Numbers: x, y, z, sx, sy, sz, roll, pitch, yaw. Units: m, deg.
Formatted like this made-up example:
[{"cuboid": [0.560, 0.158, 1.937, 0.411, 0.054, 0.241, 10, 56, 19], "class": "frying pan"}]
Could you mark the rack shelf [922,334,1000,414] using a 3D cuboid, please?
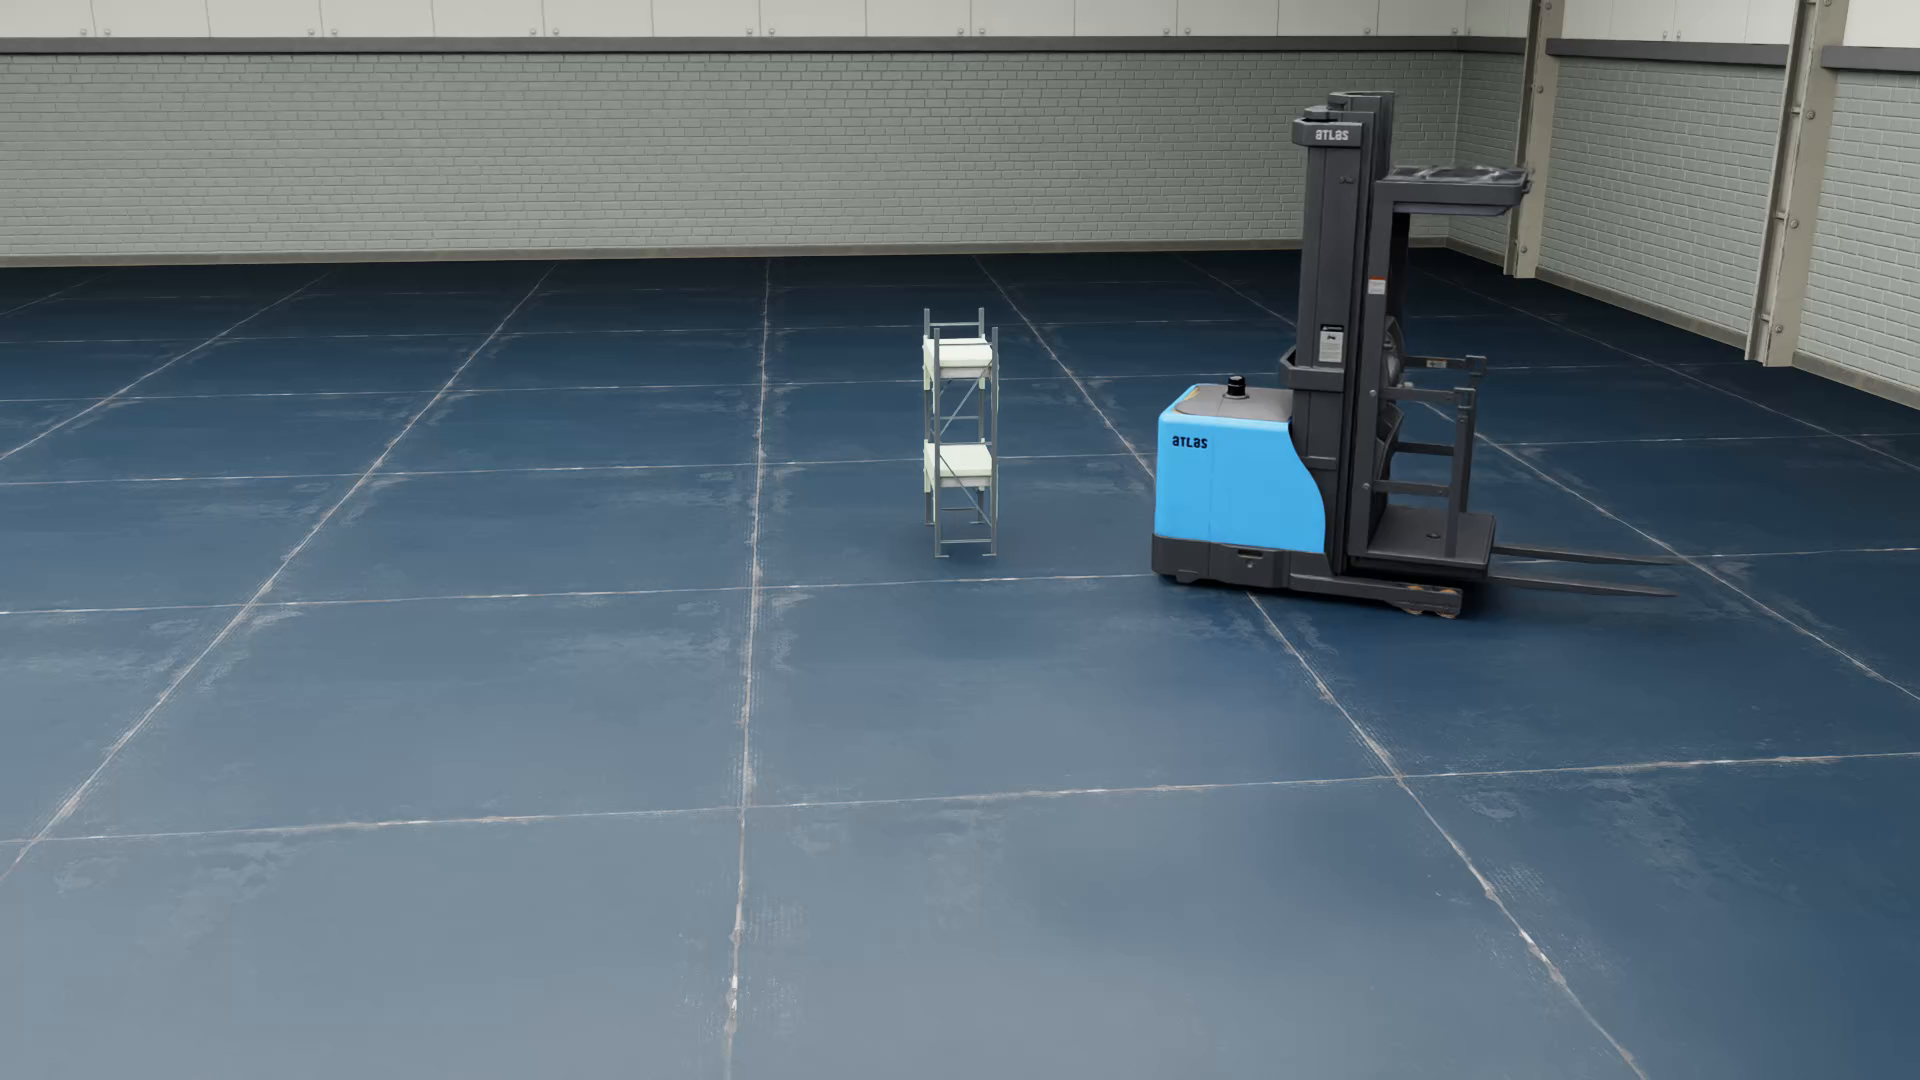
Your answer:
[{"cuboid": [-0.001, -1.090, 10.842, 0.431, 0.370, 0.720, -2, 18, -6], "class": "rack shelf"}]

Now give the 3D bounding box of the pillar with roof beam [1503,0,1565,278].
[{"cuboid": [3.338, -7.756, 20.857, 9.100, 9.000, 0.400, -2, 18, -6], "class": "pillar with roof beam"}]

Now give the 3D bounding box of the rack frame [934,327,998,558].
[{"cuboid": [0.037, -0.609, 10.611, 0.400, 1.500, 0.023, -2, 18, -6], "class": "rack frame"}]

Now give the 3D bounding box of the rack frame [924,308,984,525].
[{"cuboid": [-0.038, -0.827, 11.306, 0.400, 1.500, 0.023, -2, 18, -6], "class": "rack frame"}]

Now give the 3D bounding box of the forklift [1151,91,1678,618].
[{"cuboid": [2.763, -1.121, 9.854, 3.031, 2.935, 1.130, 6, 18, 19], "class": "forklift"}]

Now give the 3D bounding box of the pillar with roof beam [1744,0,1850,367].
[{"cuboid": [3.957, -5.968, 15.163, 9.100, 9.000, 0.400, -2, 18, -6], "class": "pillar with roof beam"}]

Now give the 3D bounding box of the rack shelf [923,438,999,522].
[{"cuboid": [-0.001, -0.407, 11.056, 0.431, 0.370, 0.720, -2, 18, -6], "class": "rack shelf"}]

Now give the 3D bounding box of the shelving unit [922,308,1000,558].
[{"cuboid": [-0.001, -0.718, 10.959, 0.431, 1.500, 0.755, -2, 18, -6], "class": "shelving unit"}]
